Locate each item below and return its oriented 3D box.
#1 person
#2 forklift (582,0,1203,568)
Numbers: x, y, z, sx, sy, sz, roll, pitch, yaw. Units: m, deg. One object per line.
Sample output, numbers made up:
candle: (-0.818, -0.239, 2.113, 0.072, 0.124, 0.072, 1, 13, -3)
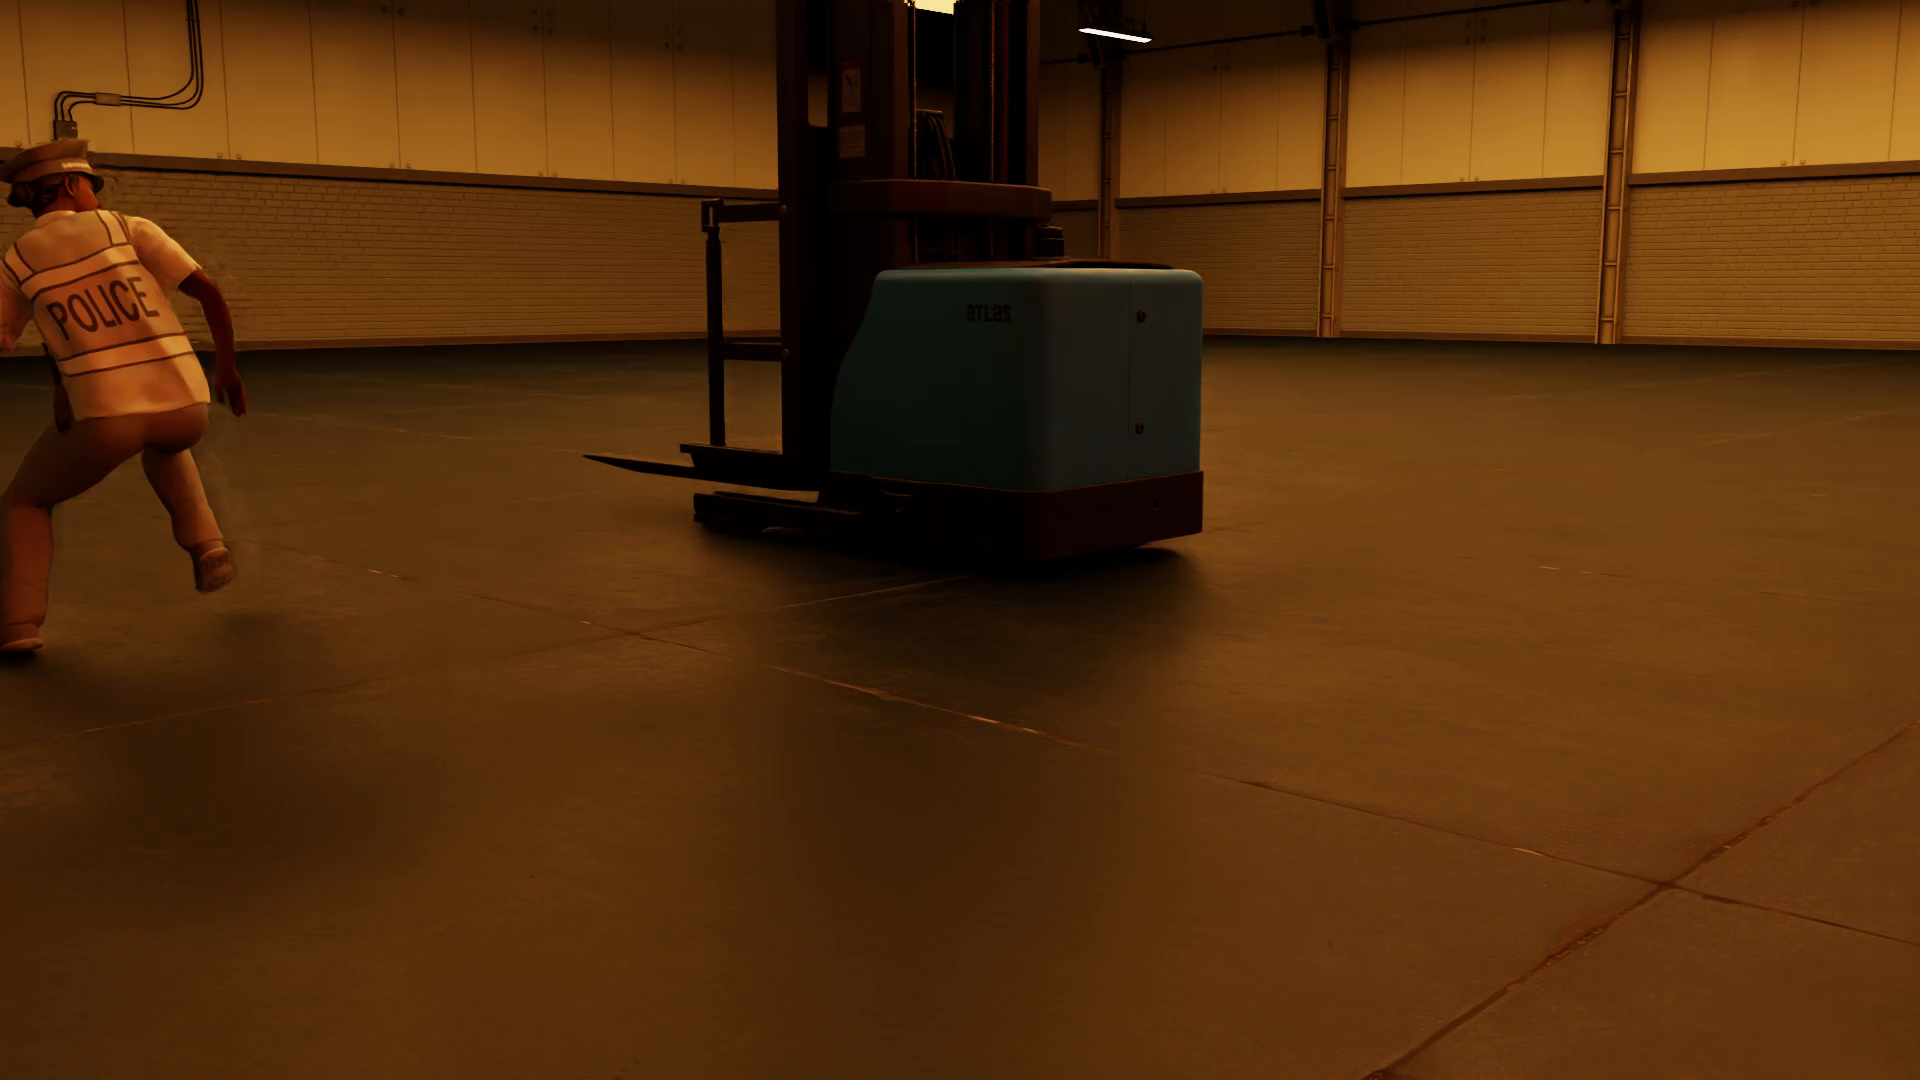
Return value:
person: (-2.471, -0.411, 4.793, 0.742, 1.456, 0.643, -7, 11, -38)
forklift: (-0.474, -1.513, 6.922, 3.031, 2.935, 1.130, 8, 12, 43)
